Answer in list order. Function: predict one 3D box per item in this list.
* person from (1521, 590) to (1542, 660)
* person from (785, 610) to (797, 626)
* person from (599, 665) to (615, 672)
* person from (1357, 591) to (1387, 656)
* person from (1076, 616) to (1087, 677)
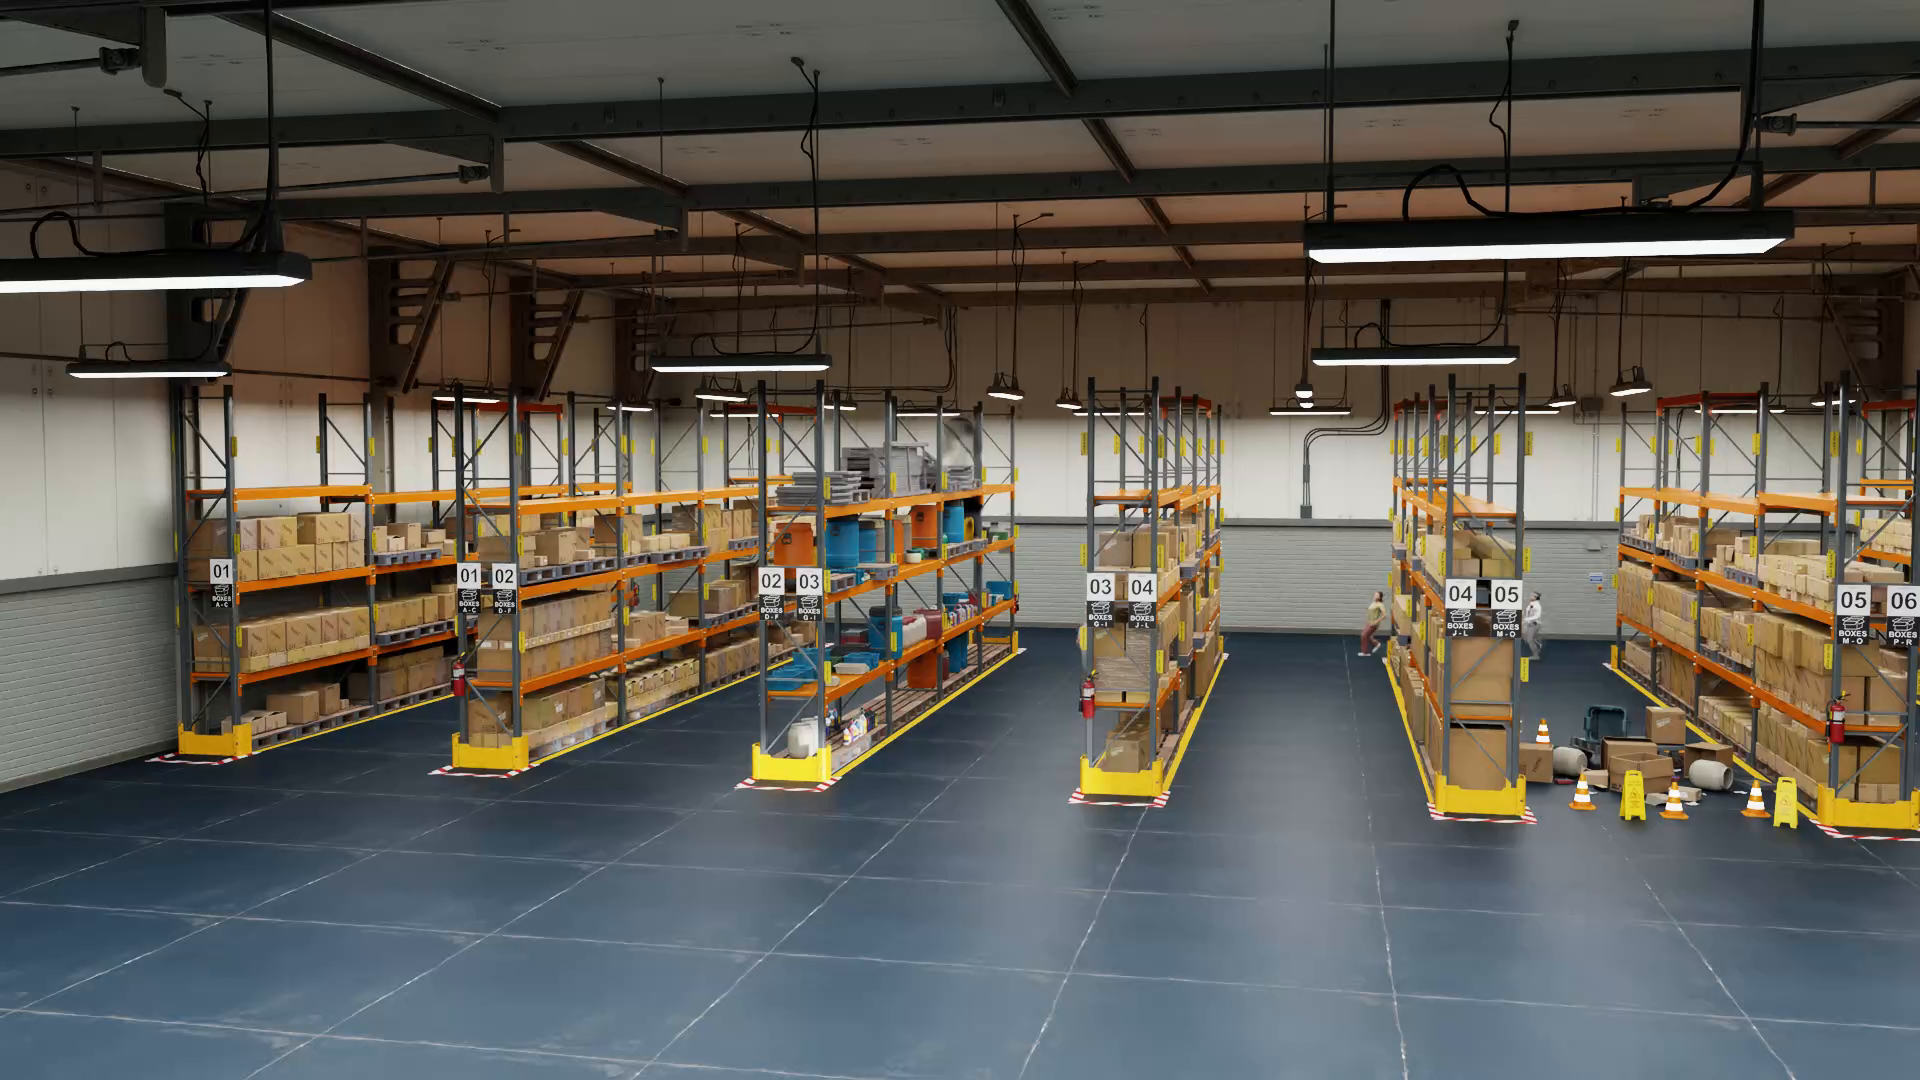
[{"bbox_3d":[13.455,1.989,39.103,0.545,1.651,0.609,0,3,0],"label":"person"},{"bbox_3d":[-4.405,1.758,42.922,0.821,1.699,0.644,1,3,15],"label":"person"},{"bbox_3d":[-7.410,2.291,34.483,0.694,1.571,0.877,0,3,1],"label":"person"},{"bbox_3d":[9.800,1.989,39.499,0.581,1.586,0.638,0,3,-6],"label":"person"},{"bbox_3d":[2.640,2.293,33.717,0.554,1.647,0.875,1,3,10],"label":"person"}]
